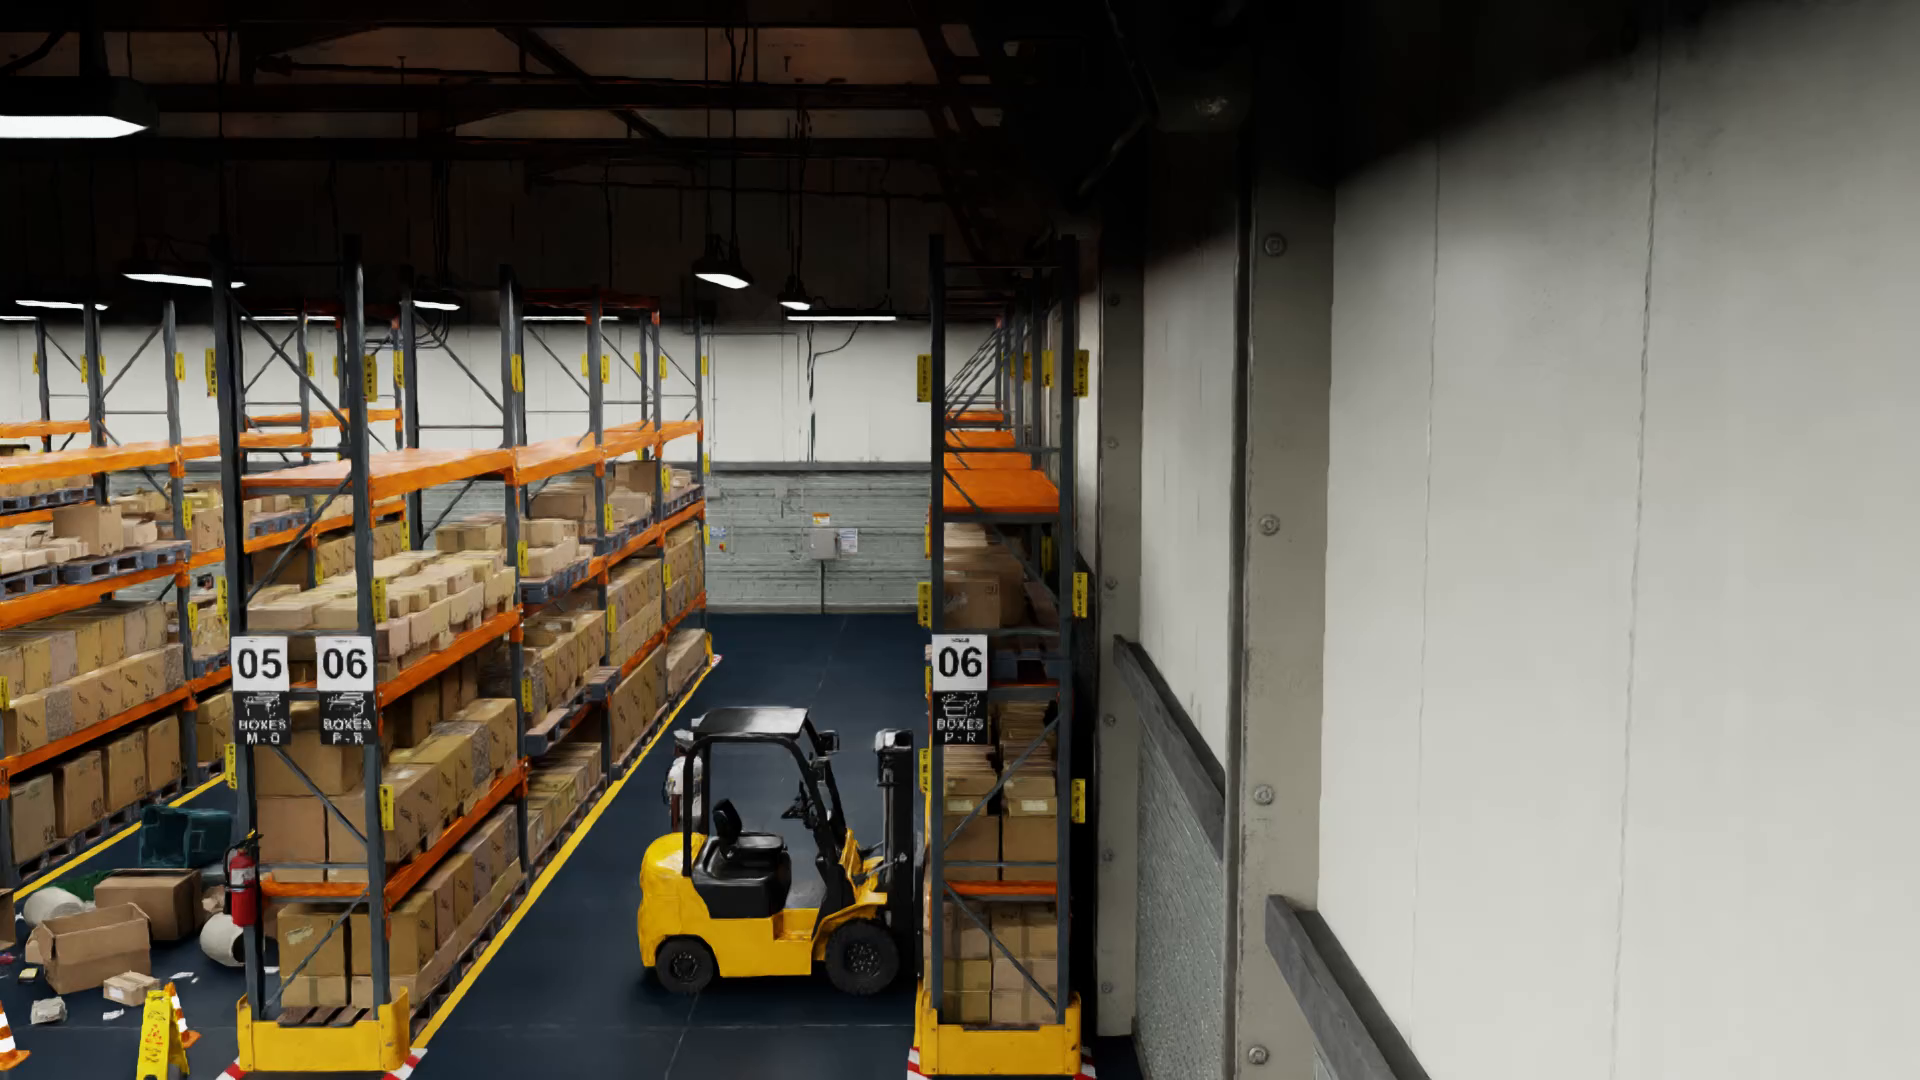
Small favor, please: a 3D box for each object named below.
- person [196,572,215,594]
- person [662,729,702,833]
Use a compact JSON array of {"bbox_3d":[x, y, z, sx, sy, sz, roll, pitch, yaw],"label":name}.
[{"bbox_3d":[-12.112,1.351,26.825,0.363,1.685,0.602,-1,6,-10],"label":"person"},{"bbox_3d":[-2.596,2.618,15.561,0.472,1.666,0.501,3,7,24],"label":"person"}]
